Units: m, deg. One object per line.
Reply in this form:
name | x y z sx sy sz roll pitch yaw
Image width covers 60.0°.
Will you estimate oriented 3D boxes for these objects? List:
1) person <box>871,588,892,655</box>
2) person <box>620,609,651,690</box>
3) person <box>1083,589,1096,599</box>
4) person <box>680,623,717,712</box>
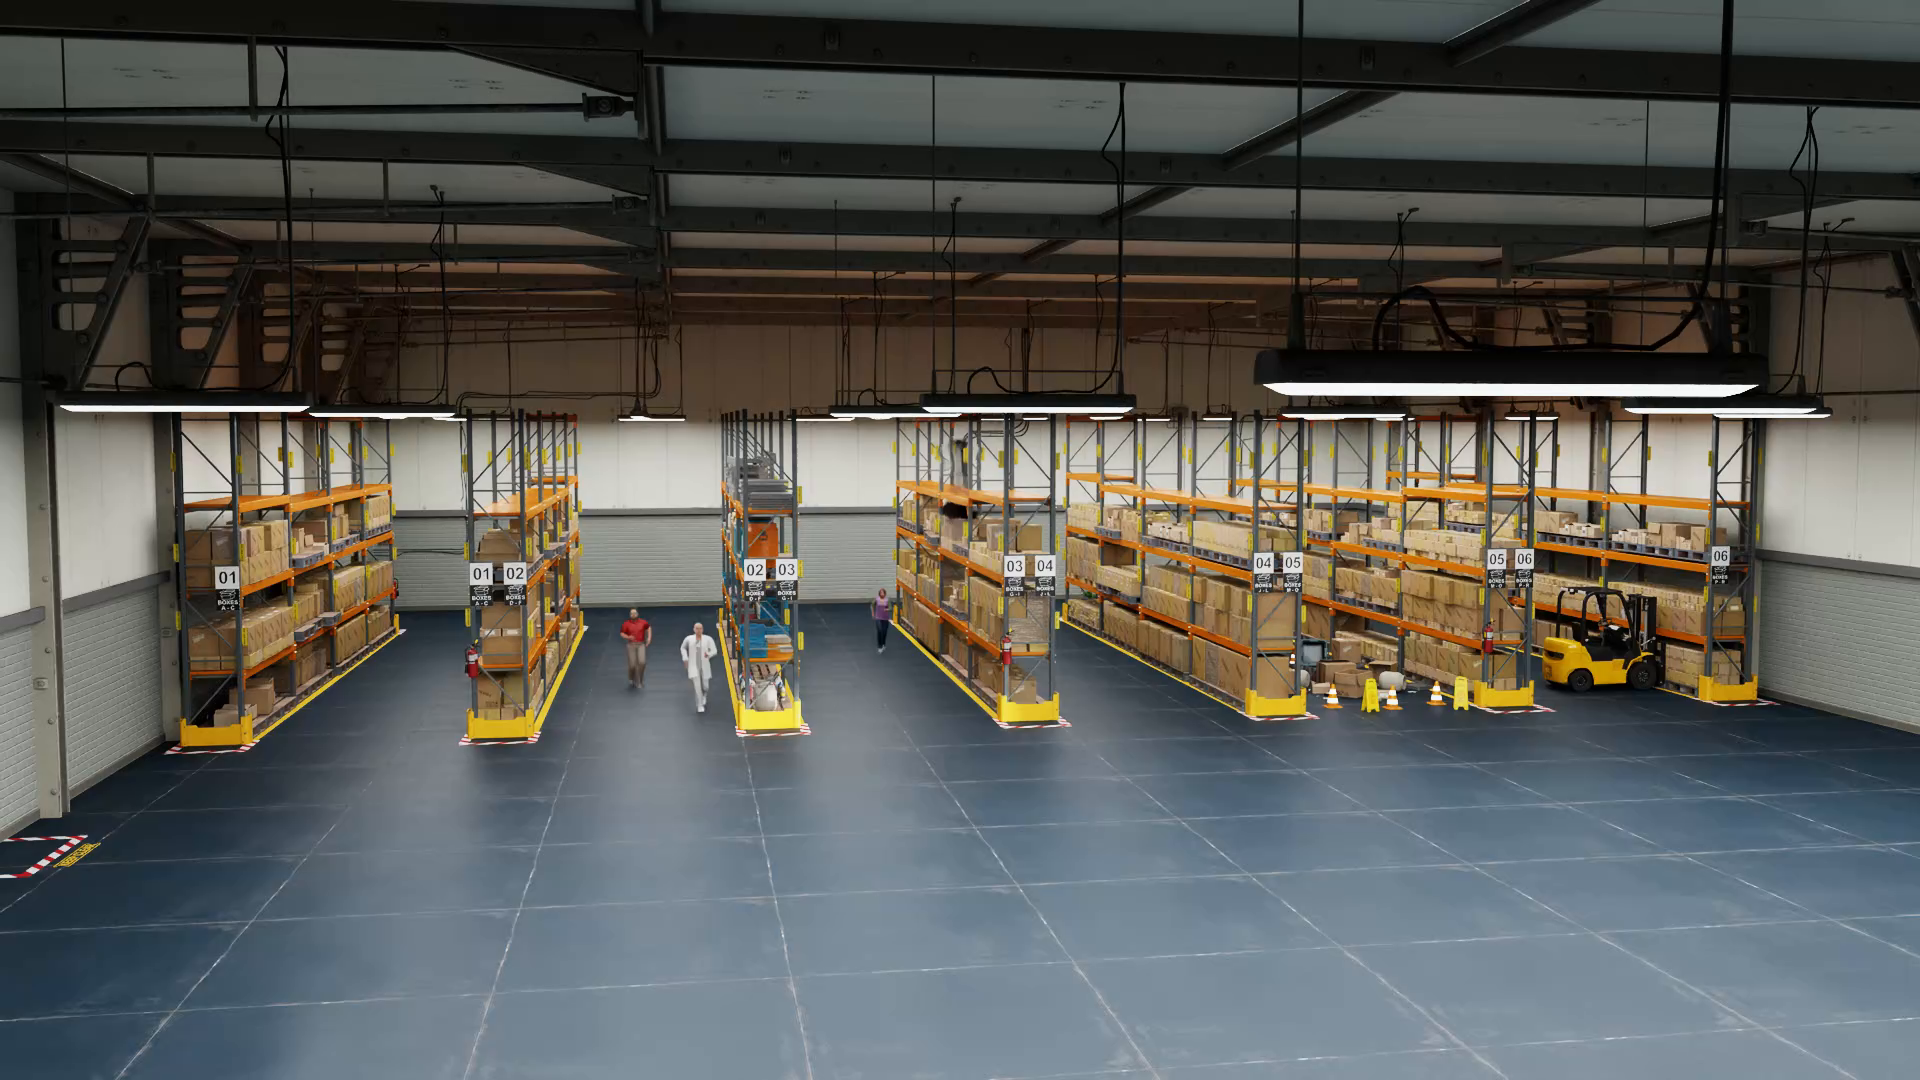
person | -1.953 2.024 41.545 0.509 1.647 0.728 -1 4 -12
person | -7.035 2.376 36.104 0.669 1.774 0.770 -1 4 -14
person | 3.985 1.328 50.540 0.686 1.726 0.709 -2 5 -31
person | -5.210 2.525 33.181 0.711 1.750 0.884 -1 4 -12
